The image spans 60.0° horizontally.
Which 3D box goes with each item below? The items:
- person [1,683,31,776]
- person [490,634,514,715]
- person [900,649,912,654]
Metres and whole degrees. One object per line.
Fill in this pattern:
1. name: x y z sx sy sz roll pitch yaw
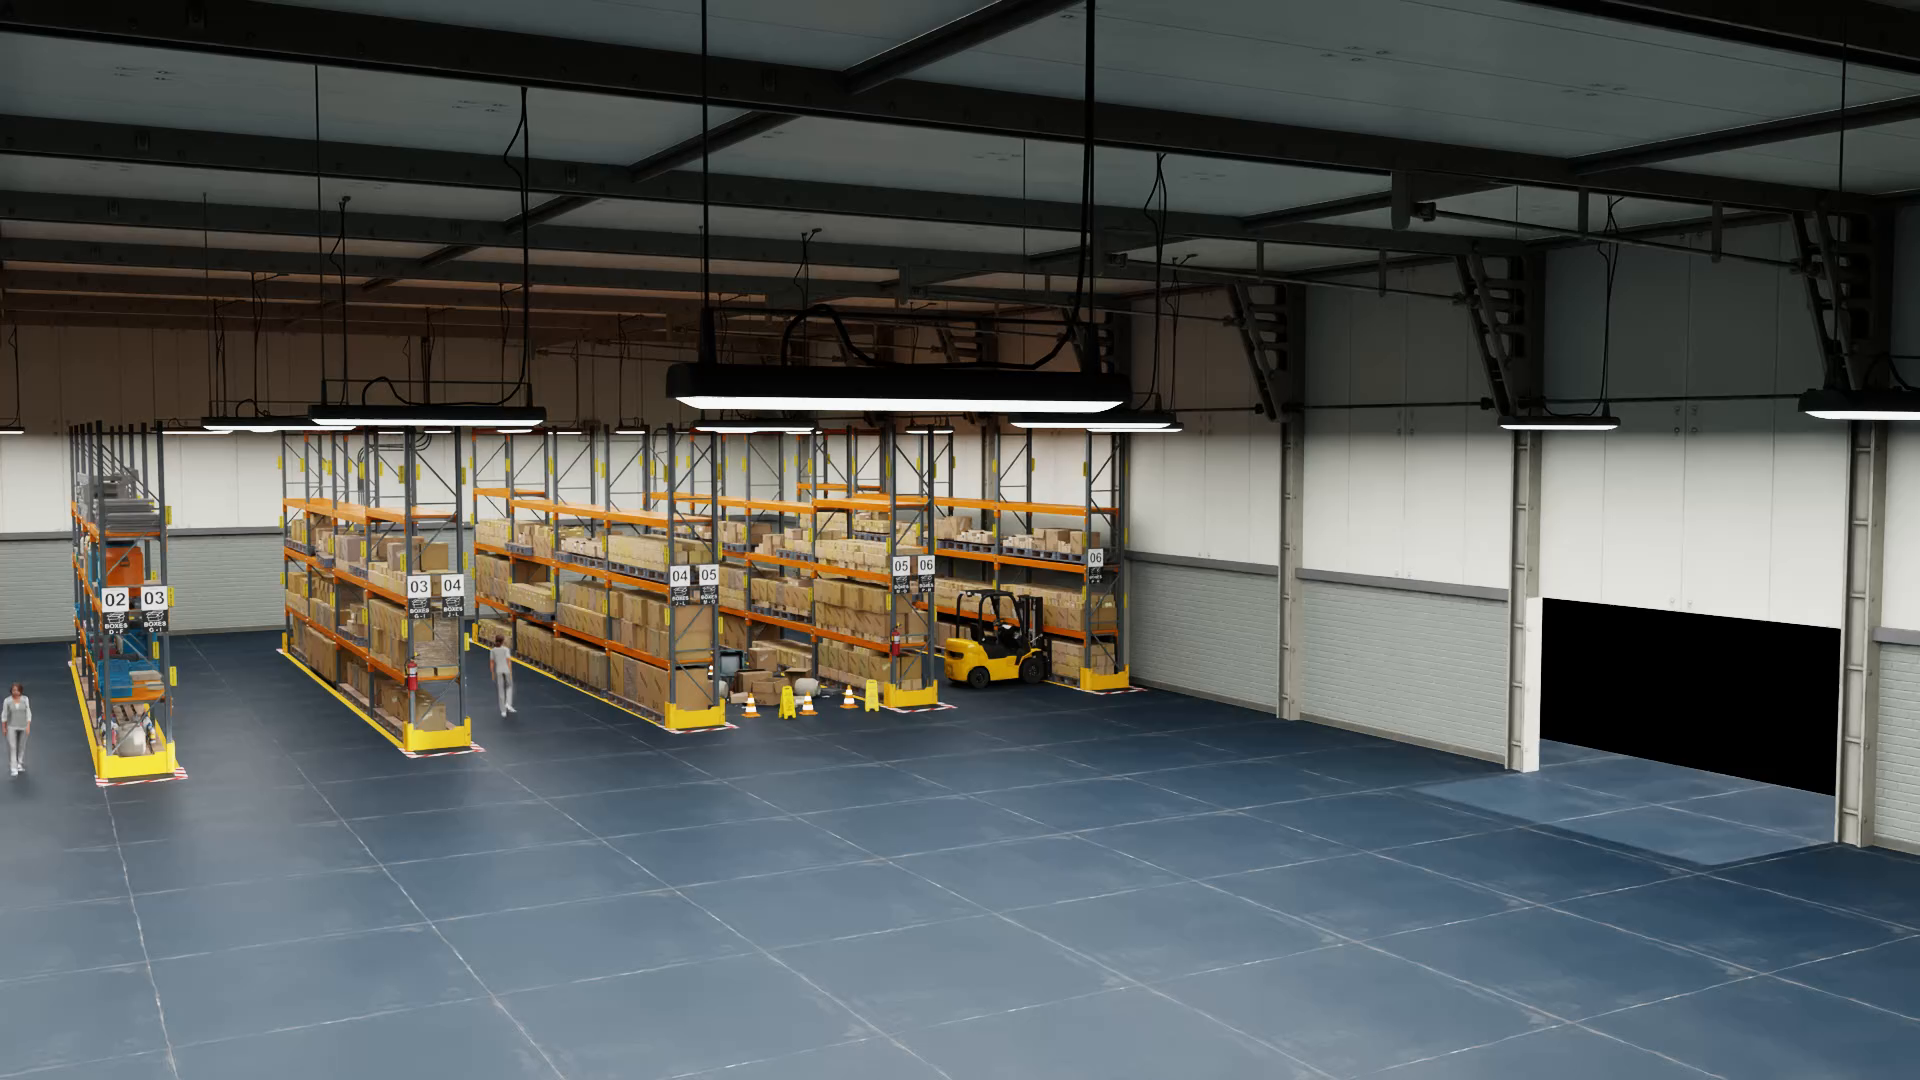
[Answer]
1. person: -15.924 3.189 28.093 0.434 1.546 0.967 -3 5 -43
2. person: -9.422 2.766 34.219 0.471 1.655 0.515 -1 4 -17
3. person: -1.296 2.224 39.887 0.571 1.627 0.684 -2 4 -34
